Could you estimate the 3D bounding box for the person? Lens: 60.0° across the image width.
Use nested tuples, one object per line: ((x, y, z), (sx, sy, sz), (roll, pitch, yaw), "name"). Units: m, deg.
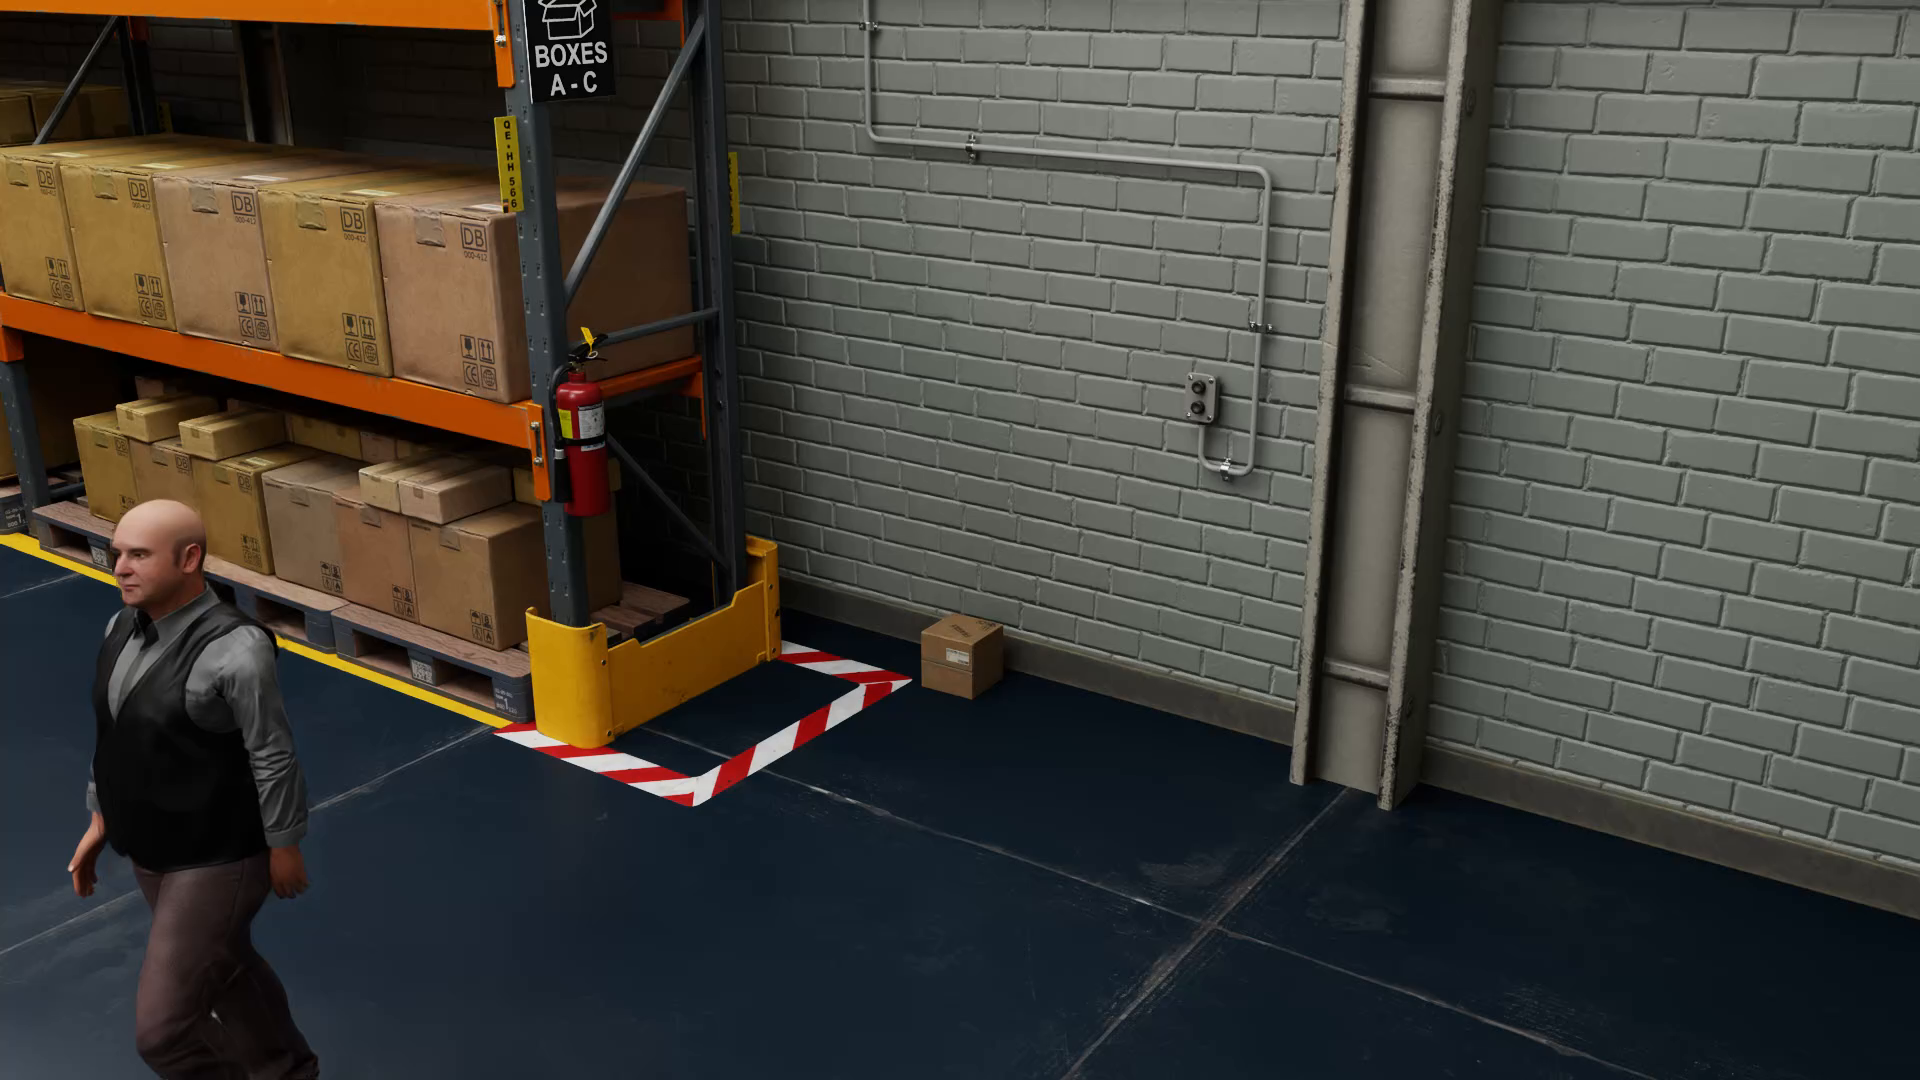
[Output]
((-1.846, 0.772, 3.975), (0.541, 1.777, 0.522), (14, 24, 33), "person")
